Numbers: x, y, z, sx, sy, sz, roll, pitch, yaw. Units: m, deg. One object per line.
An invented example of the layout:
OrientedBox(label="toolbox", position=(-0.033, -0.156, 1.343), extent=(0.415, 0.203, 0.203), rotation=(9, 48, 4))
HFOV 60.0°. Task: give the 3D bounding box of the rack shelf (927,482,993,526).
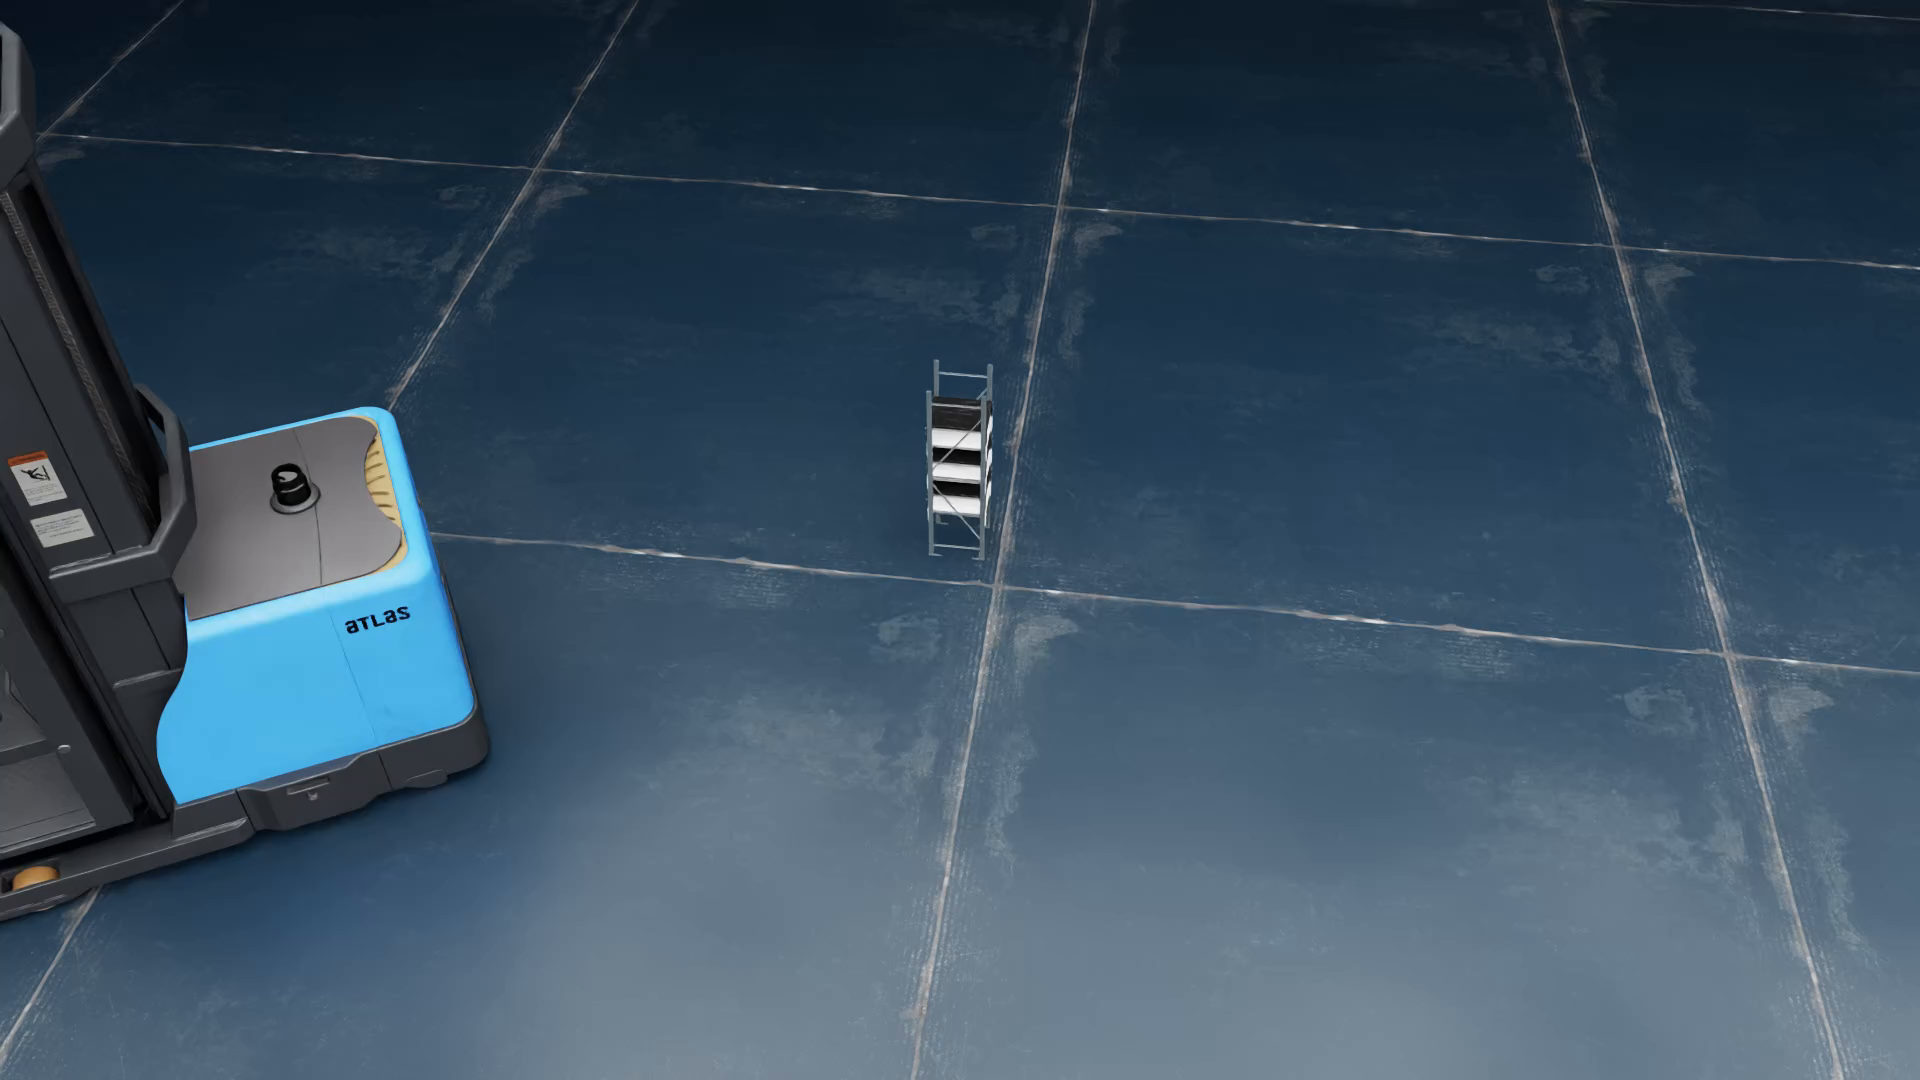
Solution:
OrientedBox(label="rack shelf", position=(-0.001, -0.166, 7.104), extent=(0.258, 0.077, 0.200), rotation=(5, 44, 6))

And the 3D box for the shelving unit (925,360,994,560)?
OrientedBox(label="shelving unit", position=(-0.001, -0.321, 6.957), extent=(0.258, 0.900, 0.210), rotation=(5, 44, 6))

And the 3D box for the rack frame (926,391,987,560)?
OrientedBox(label="rack frame", position=(-0.015, -0.252, 6.884), extent=(0.240, 0.900, 0.006), rotation=(5, 44, 6))

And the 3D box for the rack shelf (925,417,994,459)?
OrientedBox(label="rack shelf", position=(-0.001, -0.428, 6.856), extent=(0.258, 0.077, 0.200), rotation=(5, 44, 6))

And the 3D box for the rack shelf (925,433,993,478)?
OrientedBox(label="rack shelf", position=(-0.001, -0.362, 6.918), extent=(0.258, 0.077, 0.200), rotation=(5, 44, 6))

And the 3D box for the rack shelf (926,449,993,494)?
OrientedBox(label="rack shelf", position=(-0.001, -0.297, 6.980), extent=(0.258, 0.077, 0.200), rotation=(5, 44, 6))

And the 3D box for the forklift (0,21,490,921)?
OrientedBox(label="forklift", position=(-3.358, -0.116, 5.263), extent=(3.031, 2.935, 1.130), rotation=(-16, 46, -16))

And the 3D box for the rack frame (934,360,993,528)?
OrientedBox(label="rack frame", position=(0.012, -0.391, 7.030), extent=(0.240, 0.900, 0.006), rotation=(5, 44, 6))

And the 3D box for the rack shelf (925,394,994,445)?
OrientedBox(label="rack shelf", position=(-0.001, -0.493, 6.794), extent=(0.258, 0.077, 0.200), rotation=(5, 44, 6))

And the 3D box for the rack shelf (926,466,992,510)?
OrientedBox(label="rack shelf", position=(-0.001, -0.232, 7.042), extent=(0.258, 0.077, 0.200), rotation=(5, 44, 6))
